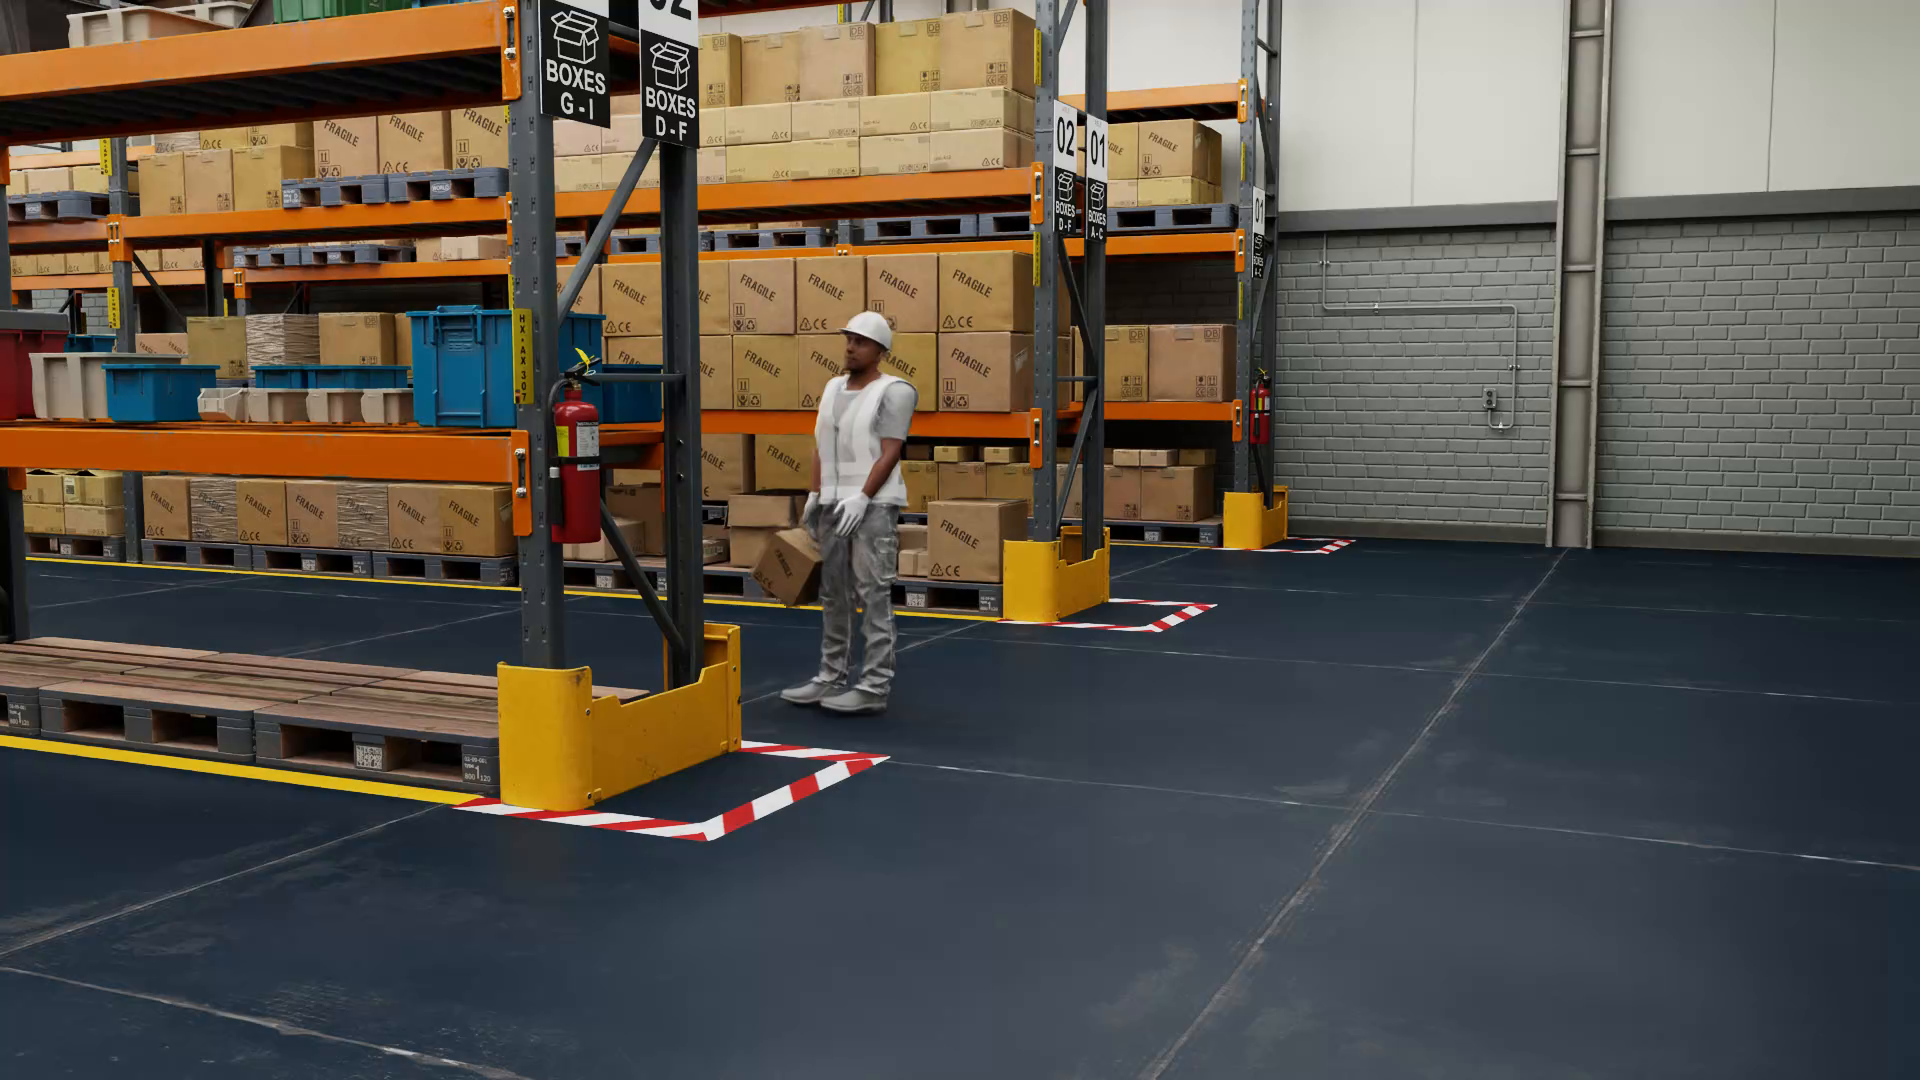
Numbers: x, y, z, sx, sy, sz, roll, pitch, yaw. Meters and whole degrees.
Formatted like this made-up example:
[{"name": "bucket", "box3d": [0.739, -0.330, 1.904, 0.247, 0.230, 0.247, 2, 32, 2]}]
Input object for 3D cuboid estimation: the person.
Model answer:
[{"name": "person", "box3d": [-0.513, -0.131, 7.516, 0.599, 1.794, 0.456, 5, 8, 44]}]
